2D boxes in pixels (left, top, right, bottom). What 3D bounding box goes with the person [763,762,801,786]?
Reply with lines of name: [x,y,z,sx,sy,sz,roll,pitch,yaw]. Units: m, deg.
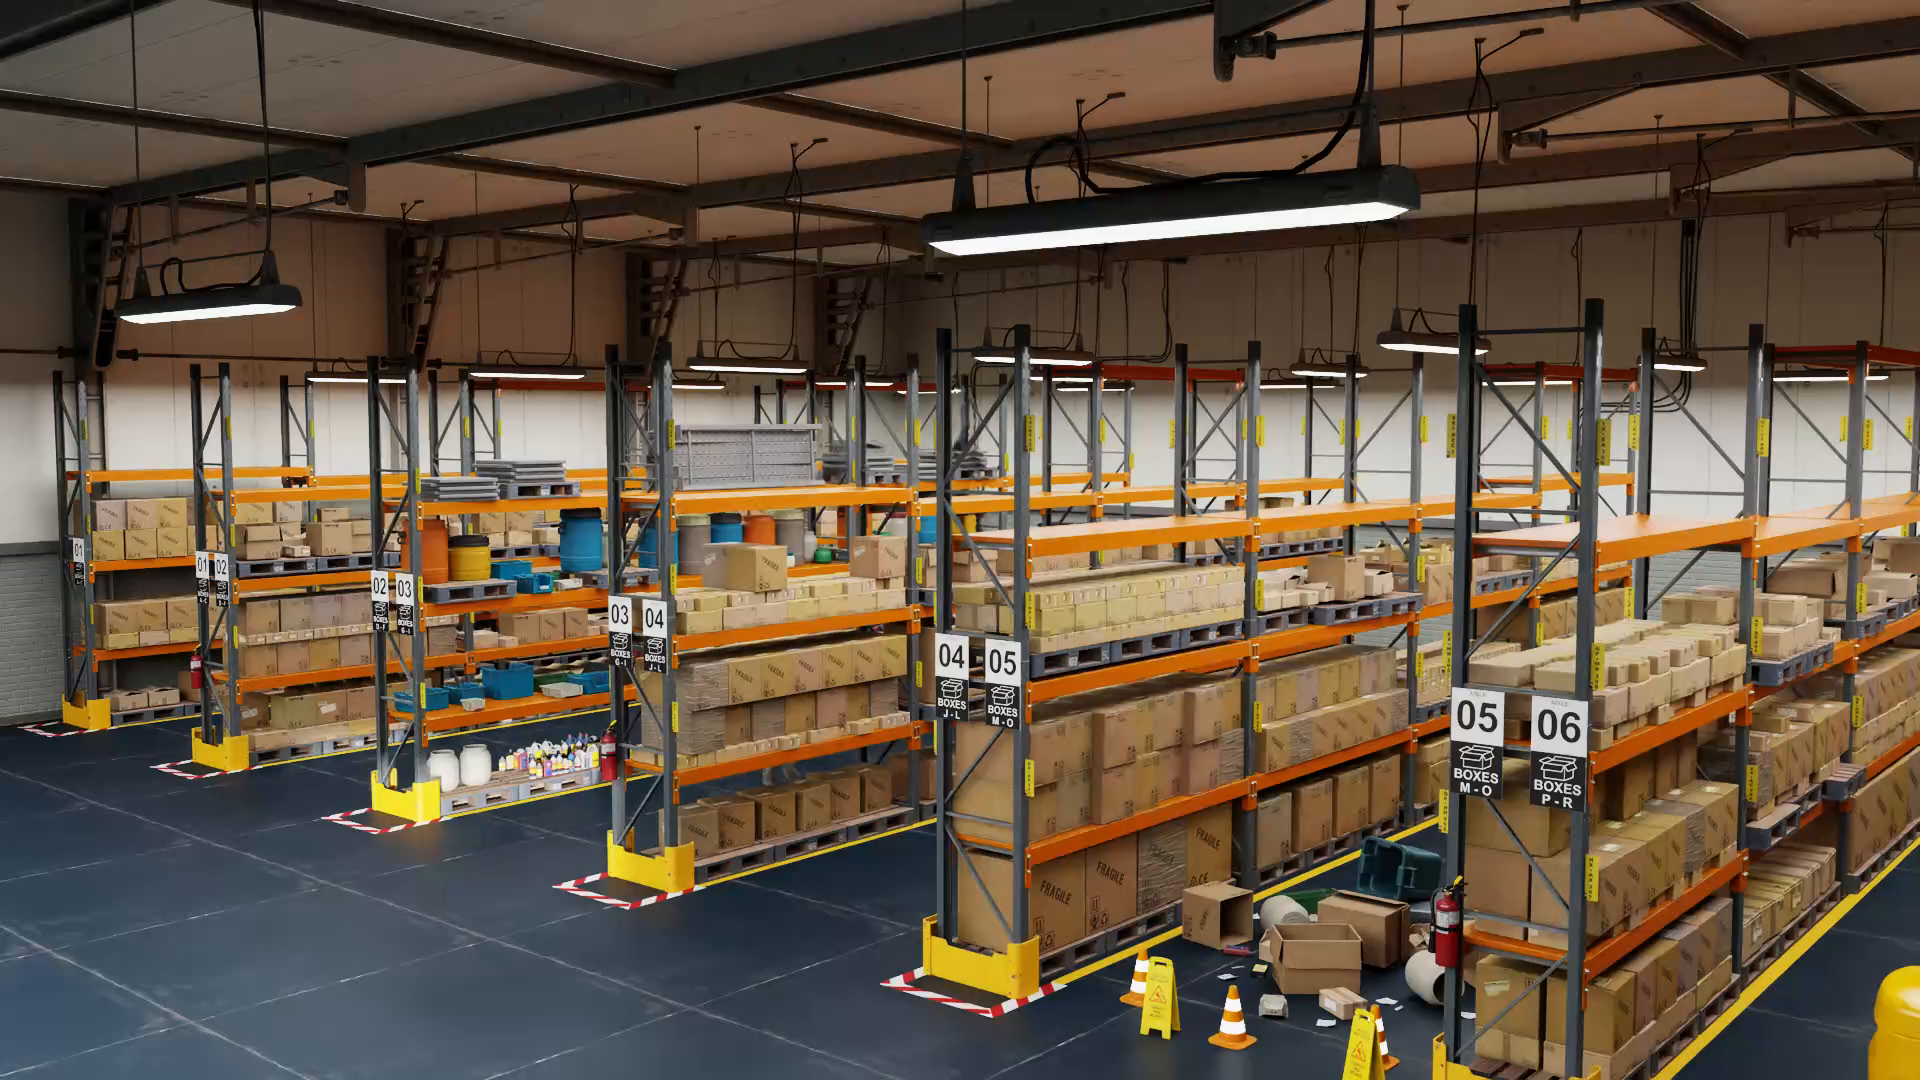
person: [-2.346,2.740,22.024,0.549,1.703,0.841,3,5,39]

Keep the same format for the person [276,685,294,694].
person: [-11.067,2.322,27.464,0.670,1.830,0.822,4,6,43]
